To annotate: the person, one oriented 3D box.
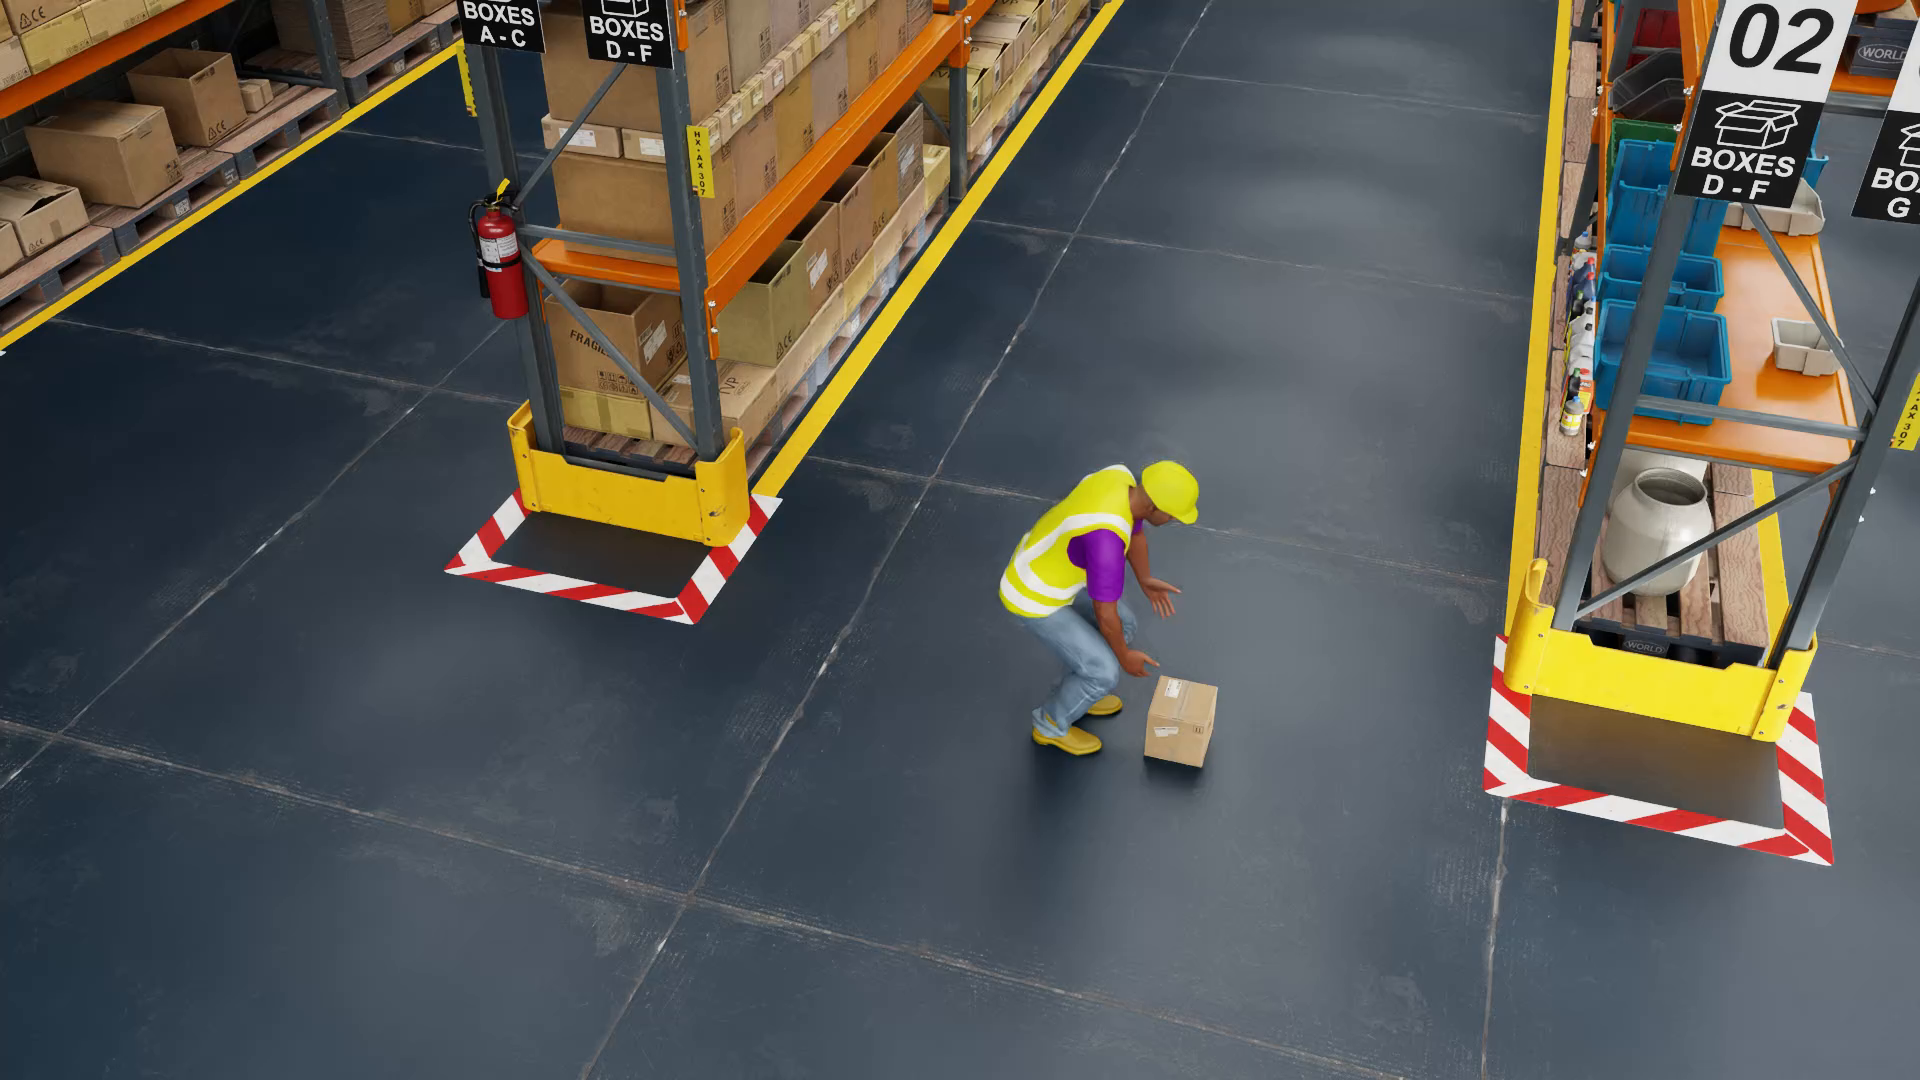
[{"bbox_3d":[0.561,0.223,6.878,0.763,1.403,0.631,11,38,14],"label":"person"}]
